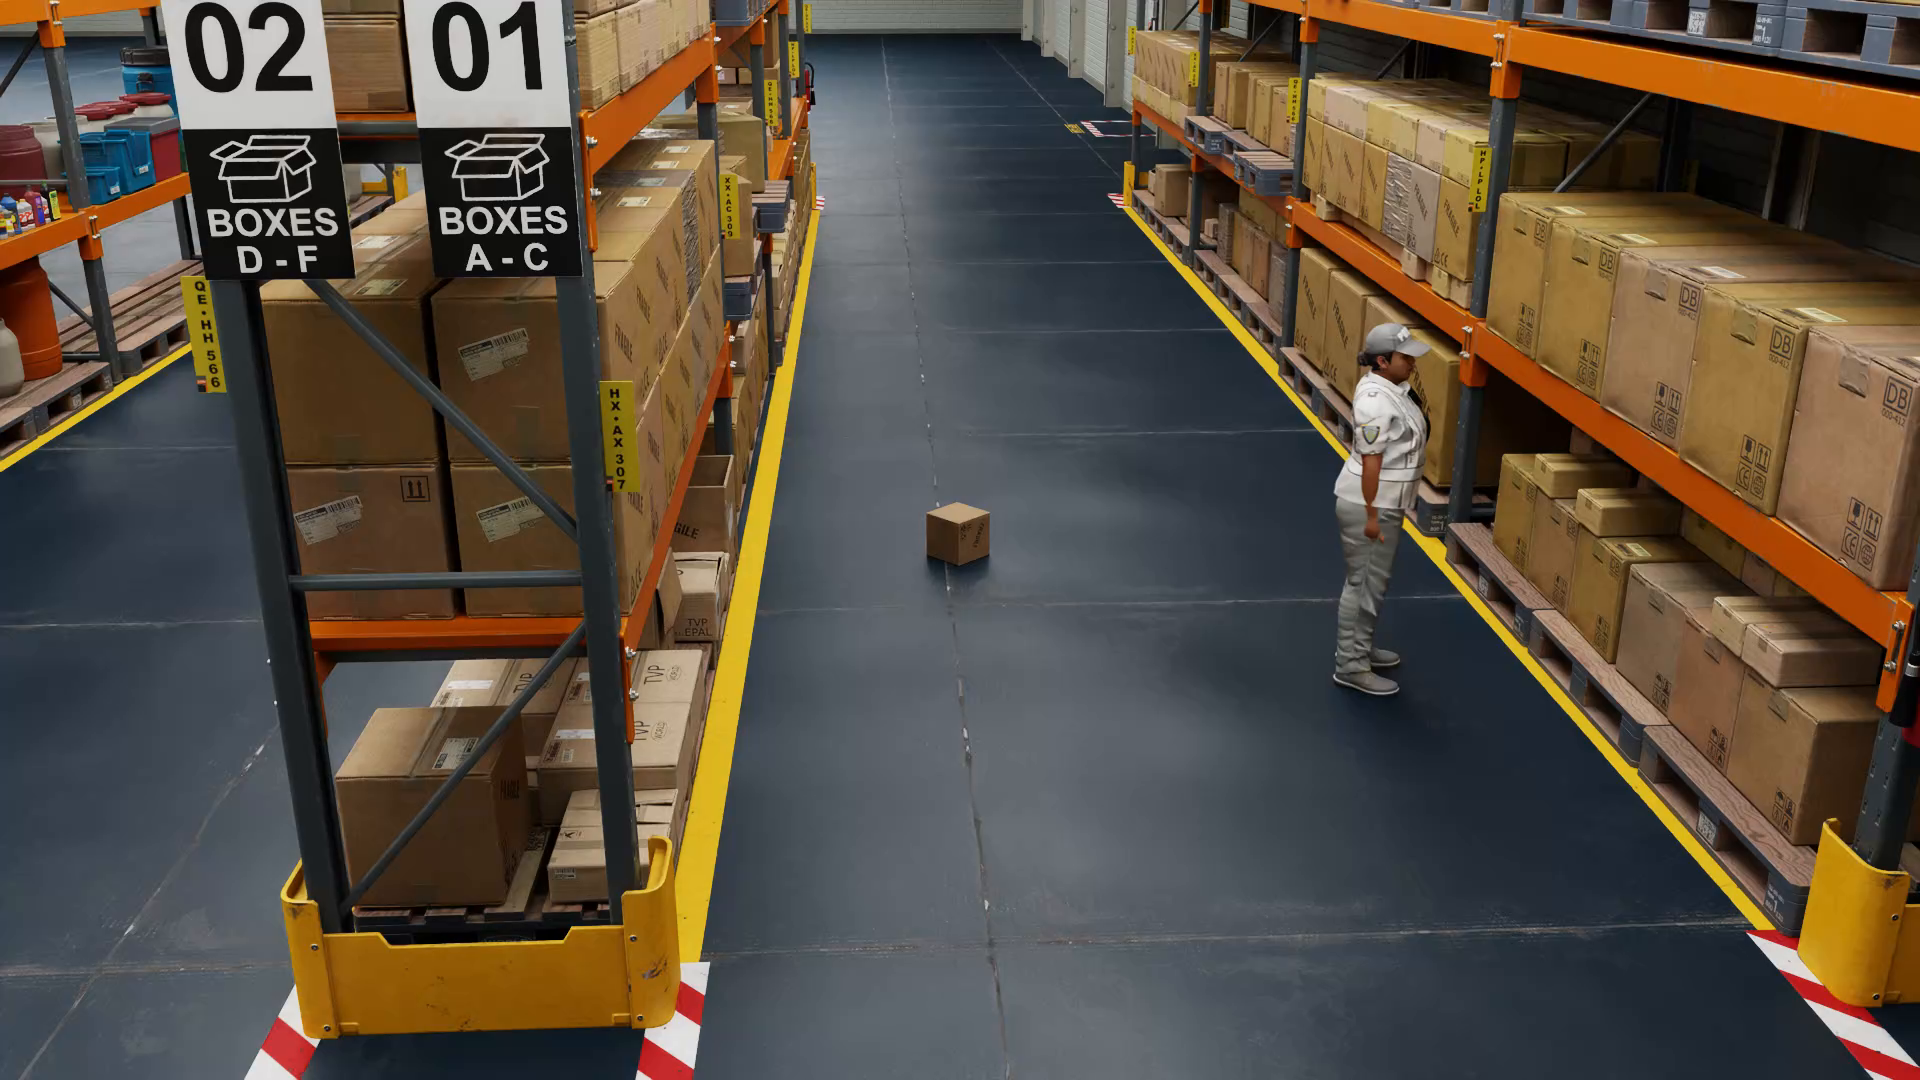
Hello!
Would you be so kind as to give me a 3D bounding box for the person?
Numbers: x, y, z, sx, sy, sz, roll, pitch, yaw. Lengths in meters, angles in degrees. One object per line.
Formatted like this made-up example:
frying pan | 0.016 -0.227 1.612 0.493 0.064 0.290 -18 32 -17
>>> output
person | 1.883 -0.156 7.491 0.393 1.669 0.480 6 21 15
